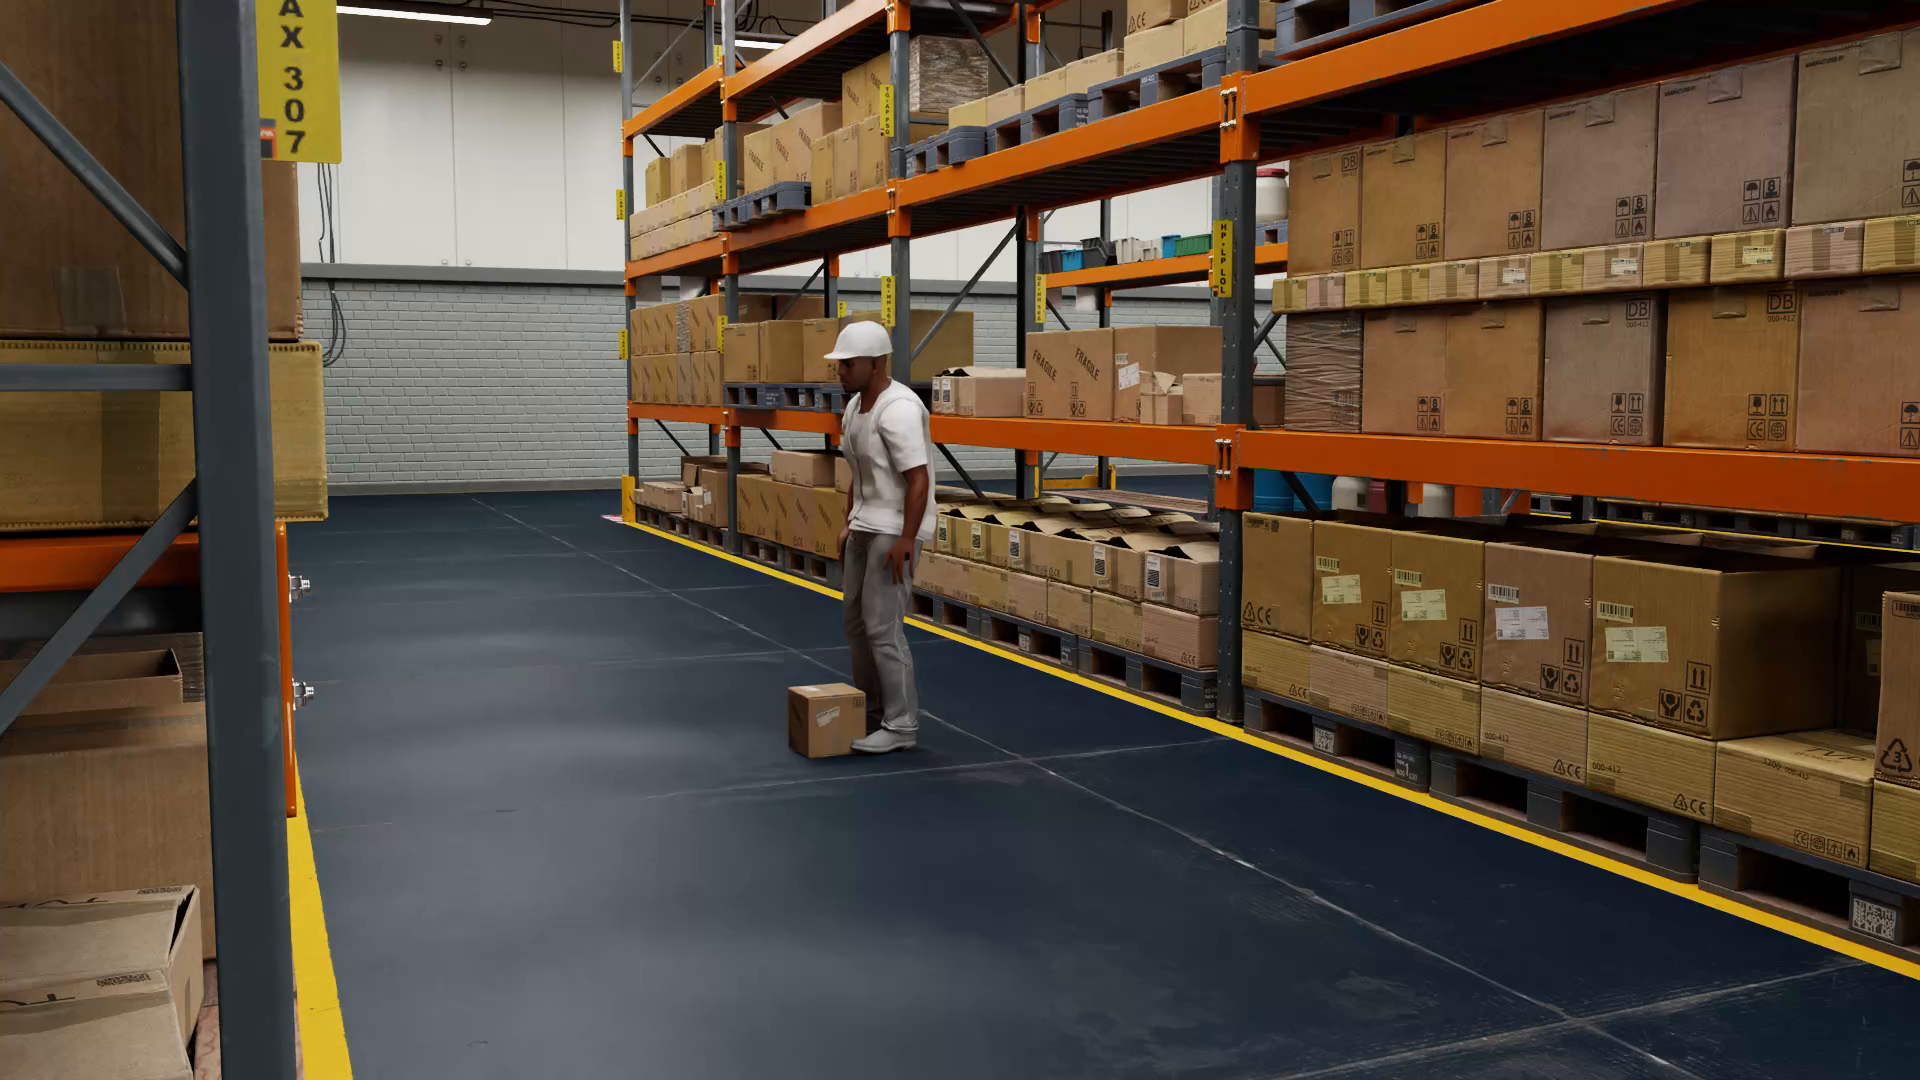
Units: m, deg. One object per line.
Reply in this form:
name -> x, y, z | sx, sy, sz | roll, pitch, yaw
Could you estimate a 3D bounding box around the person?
person -> -0.346, -0.018, 6.873 | 0.463, 1.759, 0.625 | -3, 6, -26
